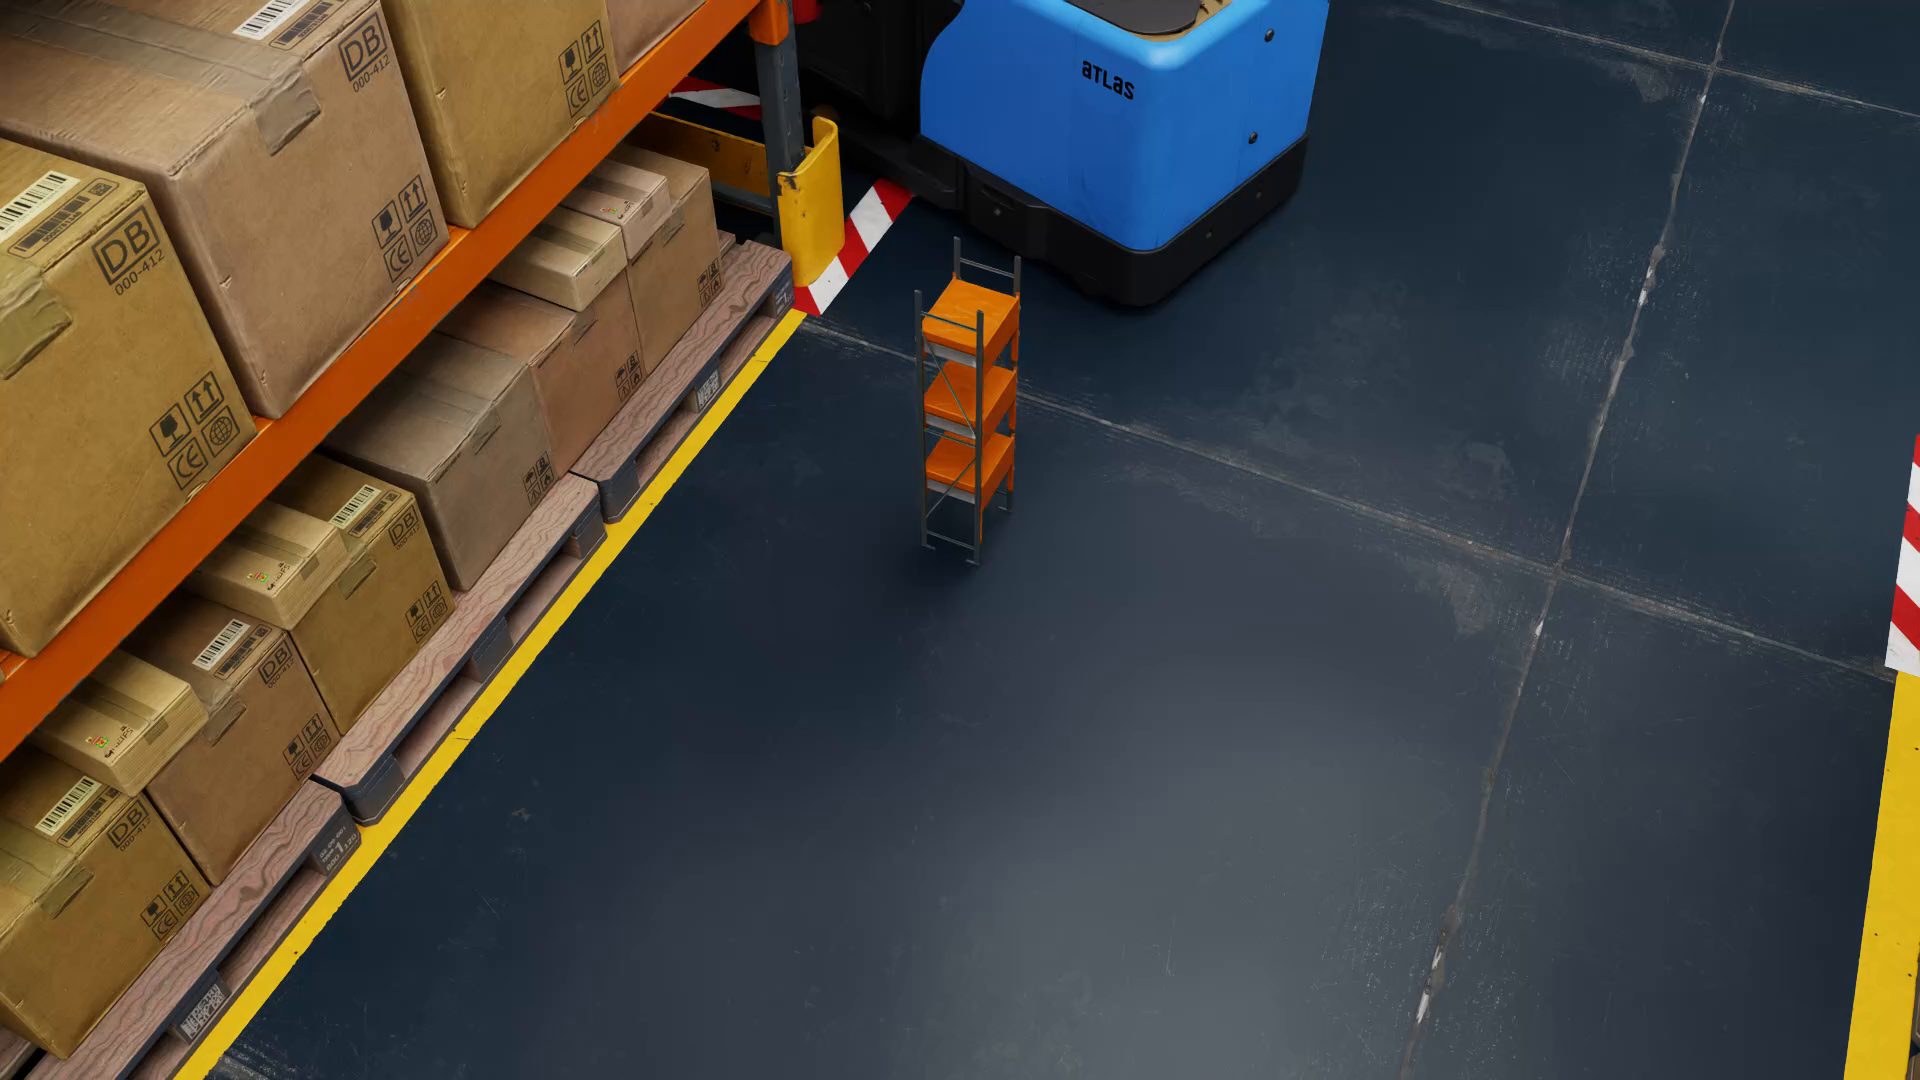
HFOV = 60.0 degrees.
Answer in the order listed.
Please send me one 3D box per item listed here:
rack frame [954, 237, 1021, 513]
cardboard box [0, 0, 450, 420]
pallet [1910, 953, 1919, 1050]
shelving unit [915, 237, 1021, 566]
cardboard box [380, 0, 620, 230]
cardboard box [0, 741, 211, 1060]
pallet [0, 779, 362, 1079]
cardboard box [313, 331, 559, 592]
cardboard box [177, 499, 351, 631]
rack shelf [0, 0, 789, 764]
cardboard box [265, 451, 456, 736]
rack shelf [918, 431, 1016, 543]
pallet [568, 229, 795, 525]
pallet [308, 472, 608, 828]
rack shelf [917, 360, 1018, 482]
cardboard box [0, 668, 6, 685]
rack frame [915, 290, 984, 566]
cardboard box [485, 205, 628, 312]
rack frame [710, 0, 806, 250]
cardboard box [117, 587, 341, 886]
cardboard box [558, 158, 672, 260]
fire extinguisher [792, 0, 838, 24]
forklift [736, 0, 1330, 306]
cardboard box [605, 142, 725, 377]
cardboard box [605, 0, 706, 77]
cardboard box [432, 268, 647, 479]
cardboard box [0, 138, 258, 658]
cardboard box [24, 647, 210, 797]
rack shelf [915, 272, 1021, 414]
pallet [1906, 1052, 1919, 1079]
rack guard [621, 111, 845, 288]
[{"bbox_3d":[0.075,-0.461,4.953,0.200,1.050,0.008,20,52,16],"label":"rack frame"},{"bbox_3d":[-1.861,-0.879,3.831,0.980,0.700,0.700,18,52,14],"label":"cardboard box"},{"bbox_3d":[3.090,0.952,4.302,1.003,0.211,1.213,20,52,16],"label":"pallet"},{"bbox_3d":[0.023,-0.377,4.882,0.215,1.050,0.252,20,52,16],"label":"shelving unit"},{"bbox_3d":[-1.527,-1.401,4.276,0.980,0.700,0.700,19,52,16],"label":"cardboard box"},{"bbox_3d":[-2.314,0.784,3.979,0.700,0.500,0.500,20,53,17],"label":"cardboard box"},{"bbox_3d":[-2.331,0.997,4.263,1.003,0.211,1.213,20,52,16],"label":"pallet"},{"bbox_3d":[-1.654,-0.283,4.887,0.700,0.500,0.500,18,52,15],"label":"cardboard box"},{"bbox_3d":[-1.780,0.038,4.188,0.380,0.149,0.250,18,52,15],"label":"cardboard box"},{"bbox_3d":[-1.872,-0.553,4.223,1.077,0.370,4.000,20,52,16],"label":"rack shelf"},{"bbox_3d":[-1.876,0.086,4.573,0.700,0.500,0.500,21,53,17],"label":"cardboard box"},{"bbox_3d":[0.023,-0.190,5.101,0.215,0.259,0.240,20,52,16],"label":"rack shelf"},{"bbox_3d":[-1.289,-0.683,5.693,1.003,0.211,1.213,20,52,16],"label":"pallet"},{"bbox_3d":[-1.811,0.154,4.980,1.003,0.211,1.213,20,52,16],"label":"pallet"},{"bbox_3d":[0.023,-0.370,4.890,0.215,0.259,0.240,20,52,16],"label":"rack shelf"},{"bbox_3d":[-2.480,0.126,2.976,0.980,0.700,0.700,21,53,17],"label":"cardboard box"},{"bbox_3d":[-0.029,-0.293,4.810,0.200,1.050,0.008,20,52,16],"label":"rack frame"},{"bbox_3d":[-1.225,-0.861,4.952,0.380,0.149,0.250,21,53,17],"label":"cardboard box"},{"bbox_3d":[-1.018,-2.163,5.121,1.000,3.000,0.127,20,52,16],"label":"rack frame"},{"bbox_3d":[-2.097,0.439,4.272,0.700,0.500,0.500,19,52,16],"label":"cardboard box"},{"bbox_3d":[-1.117,-1.037,5.102,0.380,0.149,0.250,19,52,16],"label":"cardboard box"},{"bbox_3d":[-0.536,-1.971,5.253,0.296,0.674,0.183,20,52,16],"label":"fire extinguisher"},{"bbox_3d":[-0.138,-2.761,5.675,3.031,2.935,1.130,35,58,26],"label":"forklift"},{"bbox_3d":[-1.226,-0.974,5.475,0.700,0.500,0.500,20,52,16],"label":"cardboard box"},{"bbox_3d":[-1.227,-1.906,4.705,0.980,0.700,0.700,22,53,18],"label":"cardboard box"},{"bbox_3d":[-1.440,-0.630,5.182,0.700,0.500,0.500,20,52,16],"label":"cardboard box"},{"bbox_3d":[-2.163,-0.375,3.402,0.980,0.700,0.700,19,52,15],"label":"cardboard box"},{"bbox_3d":[-2.003,0.397,3.882,0.380,0.149,0.250,21,53,17],"label":"cardboard box"},{"bbox_3d":[0.023,-0.554,4.673,0.215,0.259,0.240,20,52,16],"label":"rack shelf"},{"bbox_3d":[2.568,1.789,3.590,1.003,0.211,1.213,20,52,16],"label":"pallet"},{"bbox_3d":[-1.008,-1.369,6.087,1.175,0.500,0.348,20,52,16],"label":"rack guard"}]
